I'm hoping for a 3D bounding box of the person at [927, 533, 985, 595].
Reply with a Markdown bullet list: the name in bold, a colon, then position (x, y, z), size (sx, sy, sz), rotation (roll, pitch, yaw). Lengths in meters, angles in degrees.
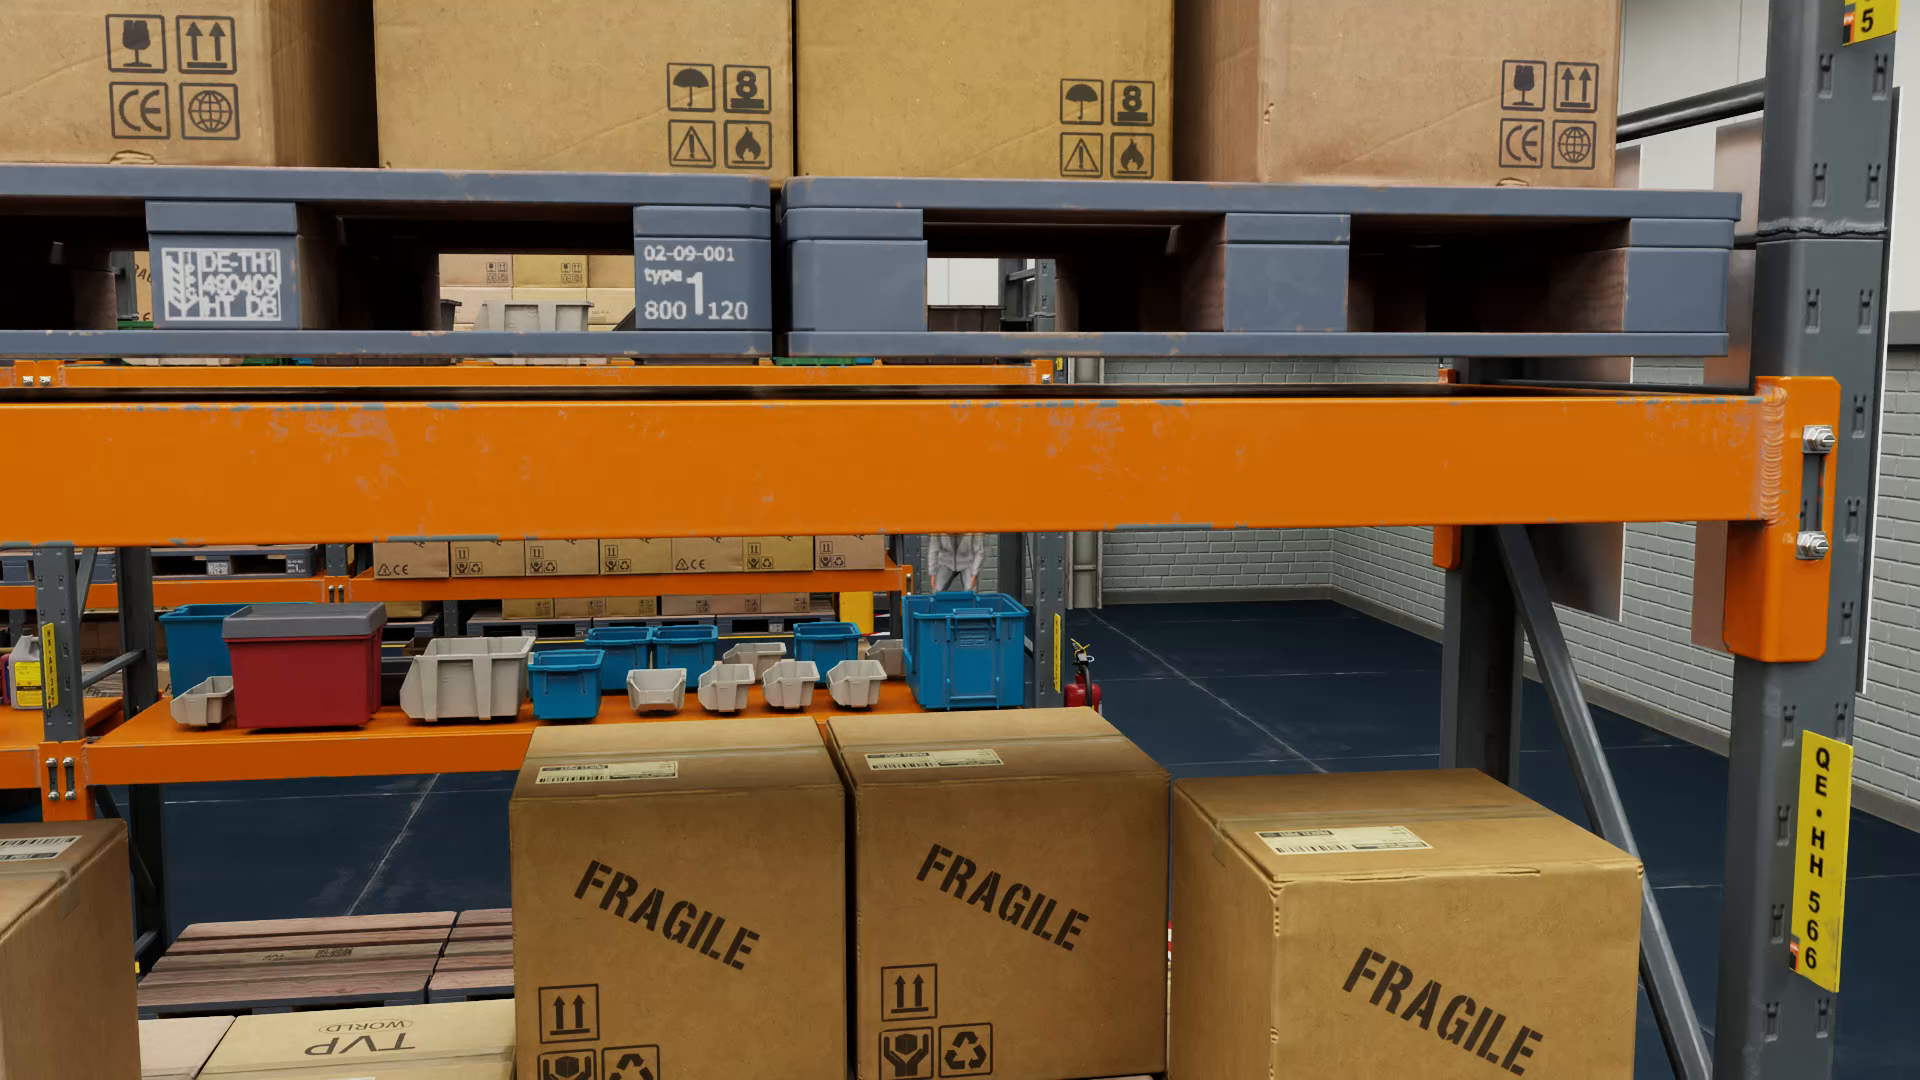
- **person**: position (-0.017, 0.282, 16.959), size (0.589, 1.360, 0.799), rotation (1, 7, 12)
